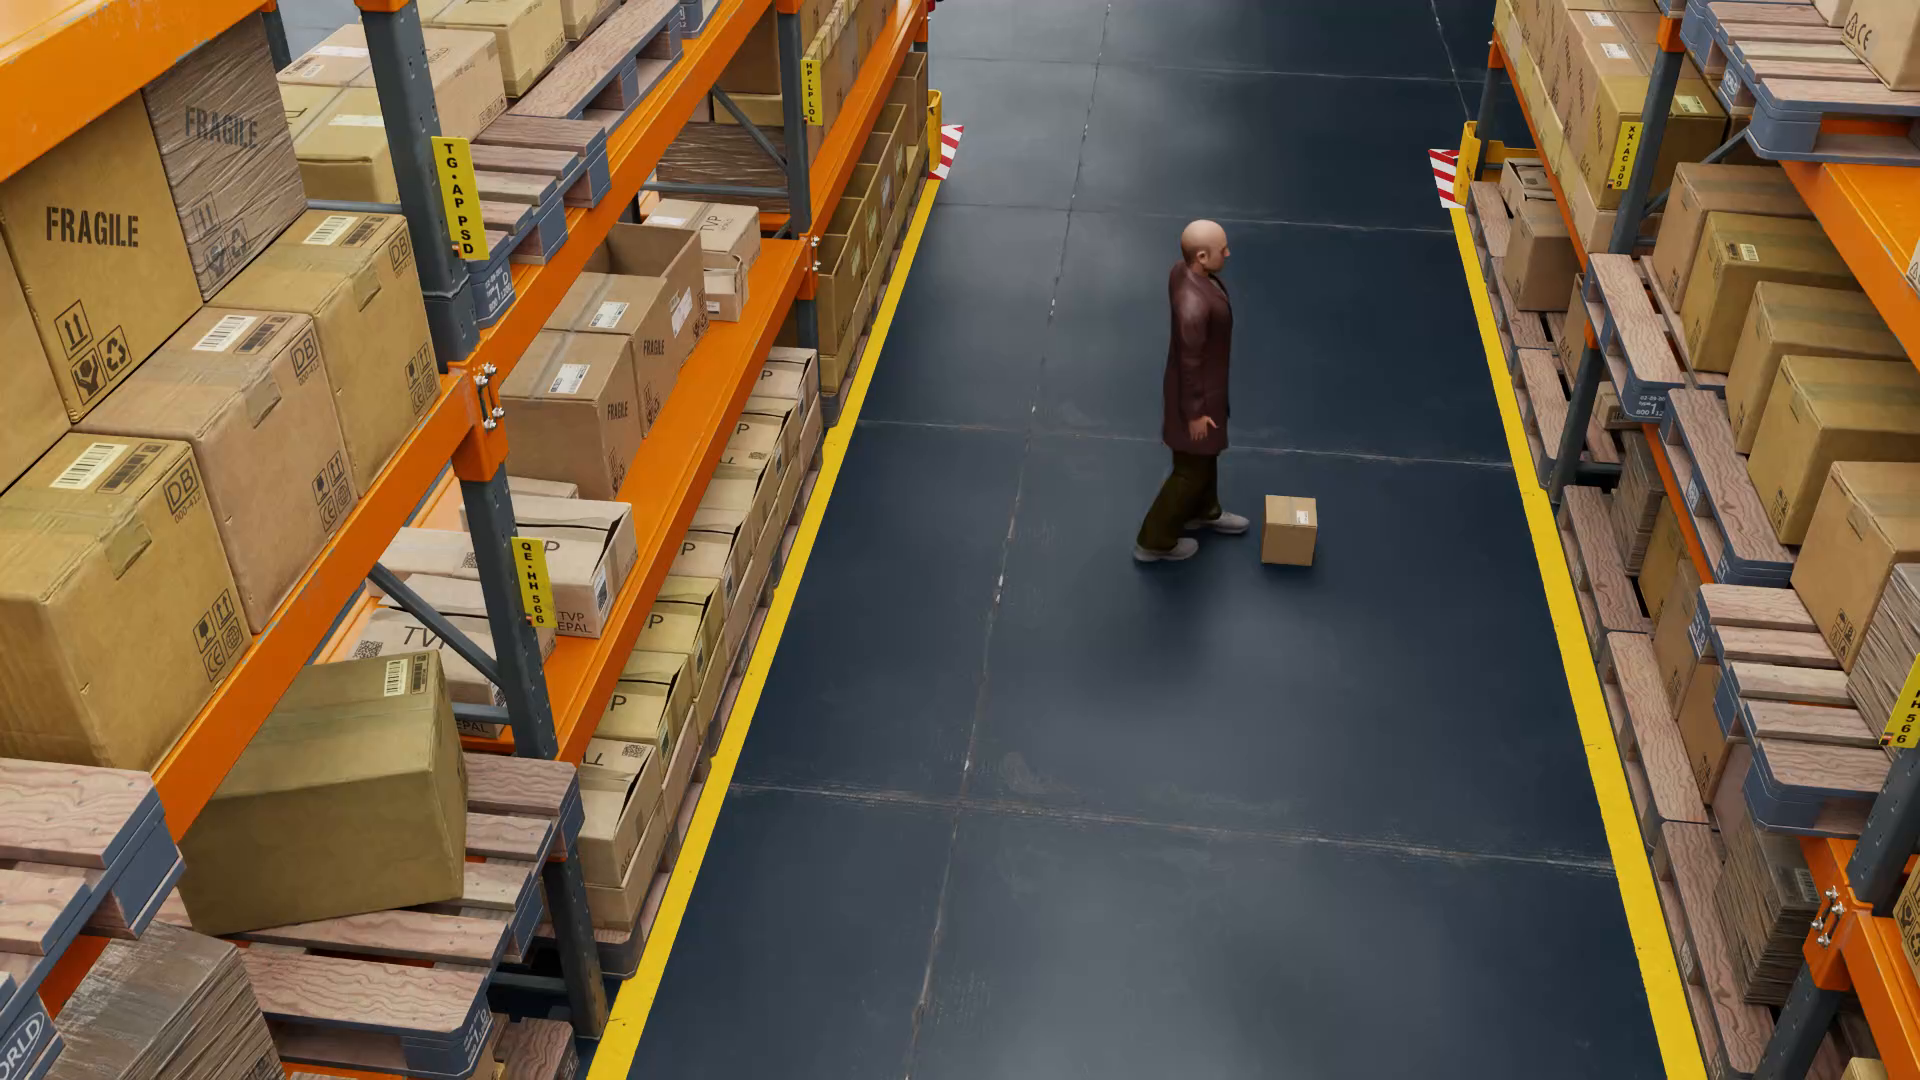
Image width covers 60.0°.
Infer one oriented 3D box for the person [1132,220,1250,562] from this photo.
[{"bbox_3d":[1.187,-0.640,8.117,0.623,1.595,0.616,2,36,2],"label":"person"}]
